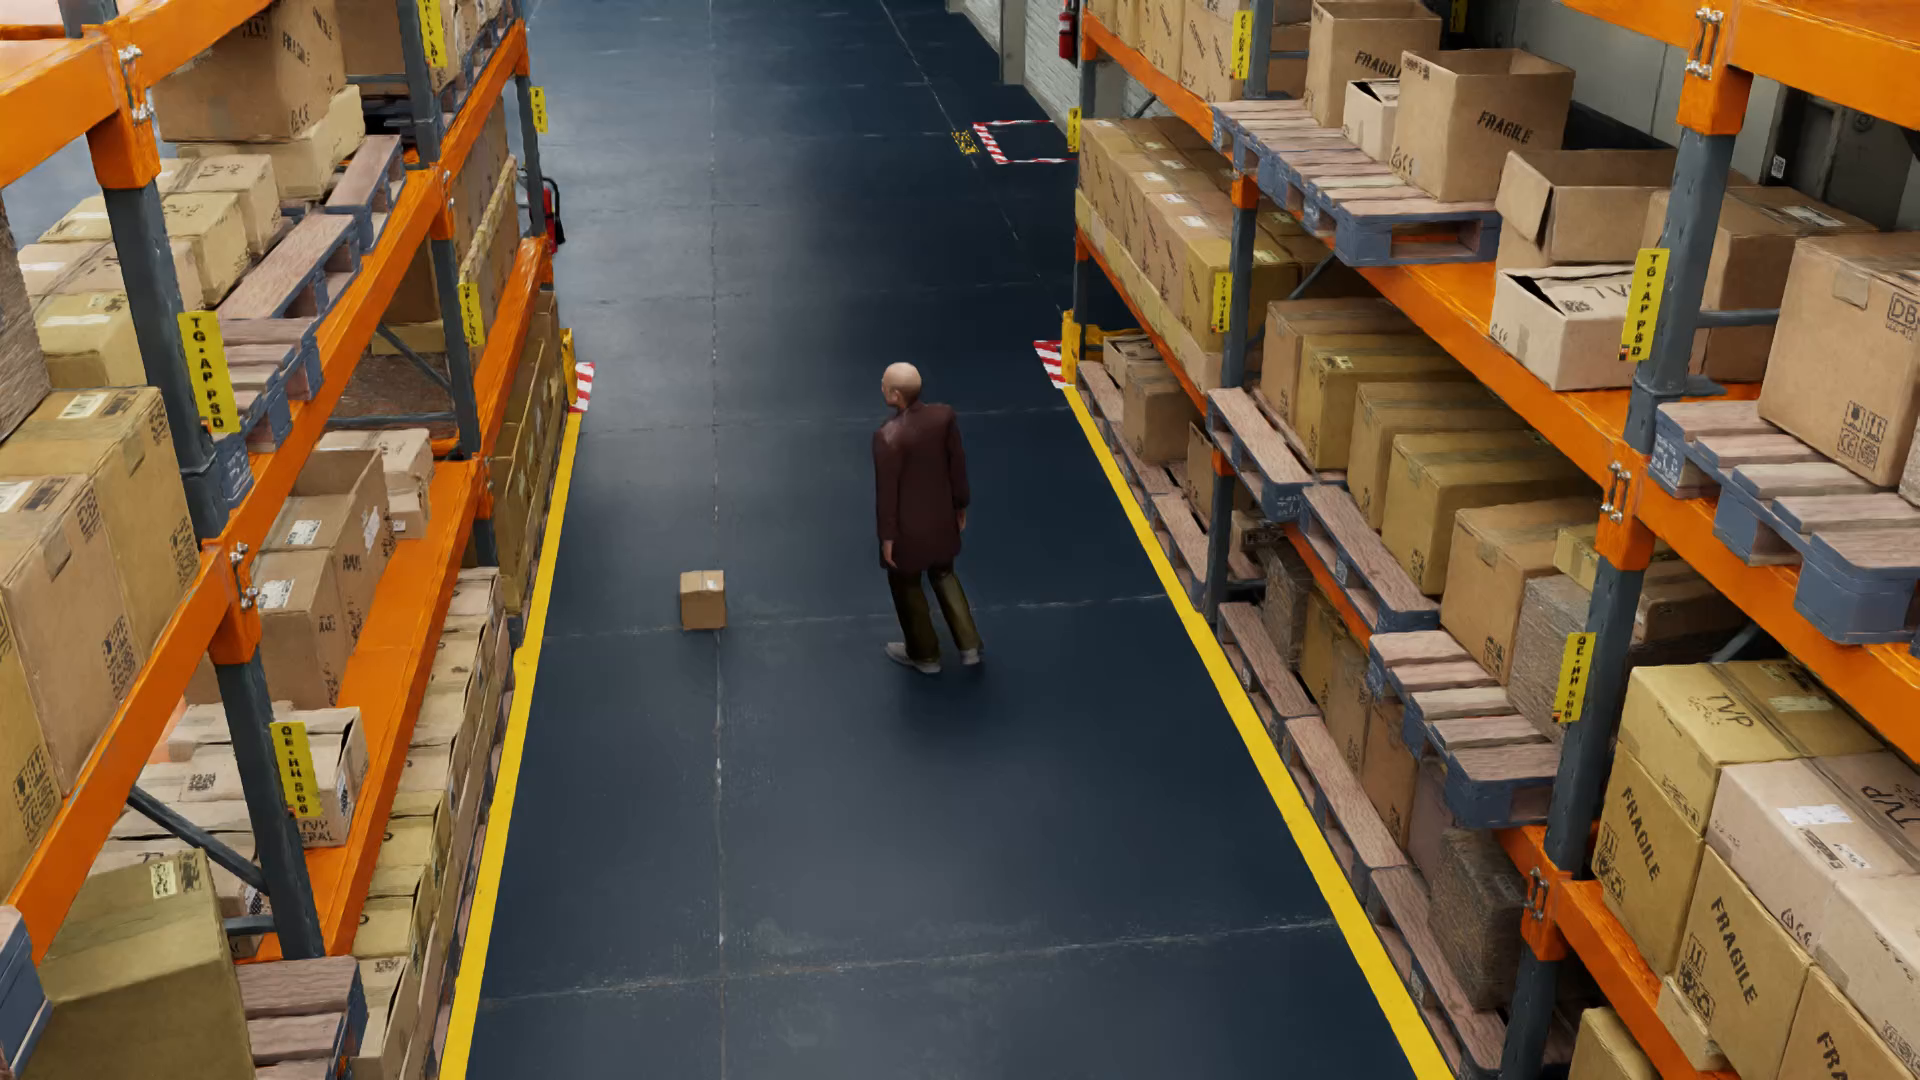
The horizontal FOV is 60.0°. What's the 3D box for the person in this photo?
[{"bbox_3d":[-0.163,-0.080,8.789,0.621,1.770,0.599,-21,34,-35],"label":"person"}]
